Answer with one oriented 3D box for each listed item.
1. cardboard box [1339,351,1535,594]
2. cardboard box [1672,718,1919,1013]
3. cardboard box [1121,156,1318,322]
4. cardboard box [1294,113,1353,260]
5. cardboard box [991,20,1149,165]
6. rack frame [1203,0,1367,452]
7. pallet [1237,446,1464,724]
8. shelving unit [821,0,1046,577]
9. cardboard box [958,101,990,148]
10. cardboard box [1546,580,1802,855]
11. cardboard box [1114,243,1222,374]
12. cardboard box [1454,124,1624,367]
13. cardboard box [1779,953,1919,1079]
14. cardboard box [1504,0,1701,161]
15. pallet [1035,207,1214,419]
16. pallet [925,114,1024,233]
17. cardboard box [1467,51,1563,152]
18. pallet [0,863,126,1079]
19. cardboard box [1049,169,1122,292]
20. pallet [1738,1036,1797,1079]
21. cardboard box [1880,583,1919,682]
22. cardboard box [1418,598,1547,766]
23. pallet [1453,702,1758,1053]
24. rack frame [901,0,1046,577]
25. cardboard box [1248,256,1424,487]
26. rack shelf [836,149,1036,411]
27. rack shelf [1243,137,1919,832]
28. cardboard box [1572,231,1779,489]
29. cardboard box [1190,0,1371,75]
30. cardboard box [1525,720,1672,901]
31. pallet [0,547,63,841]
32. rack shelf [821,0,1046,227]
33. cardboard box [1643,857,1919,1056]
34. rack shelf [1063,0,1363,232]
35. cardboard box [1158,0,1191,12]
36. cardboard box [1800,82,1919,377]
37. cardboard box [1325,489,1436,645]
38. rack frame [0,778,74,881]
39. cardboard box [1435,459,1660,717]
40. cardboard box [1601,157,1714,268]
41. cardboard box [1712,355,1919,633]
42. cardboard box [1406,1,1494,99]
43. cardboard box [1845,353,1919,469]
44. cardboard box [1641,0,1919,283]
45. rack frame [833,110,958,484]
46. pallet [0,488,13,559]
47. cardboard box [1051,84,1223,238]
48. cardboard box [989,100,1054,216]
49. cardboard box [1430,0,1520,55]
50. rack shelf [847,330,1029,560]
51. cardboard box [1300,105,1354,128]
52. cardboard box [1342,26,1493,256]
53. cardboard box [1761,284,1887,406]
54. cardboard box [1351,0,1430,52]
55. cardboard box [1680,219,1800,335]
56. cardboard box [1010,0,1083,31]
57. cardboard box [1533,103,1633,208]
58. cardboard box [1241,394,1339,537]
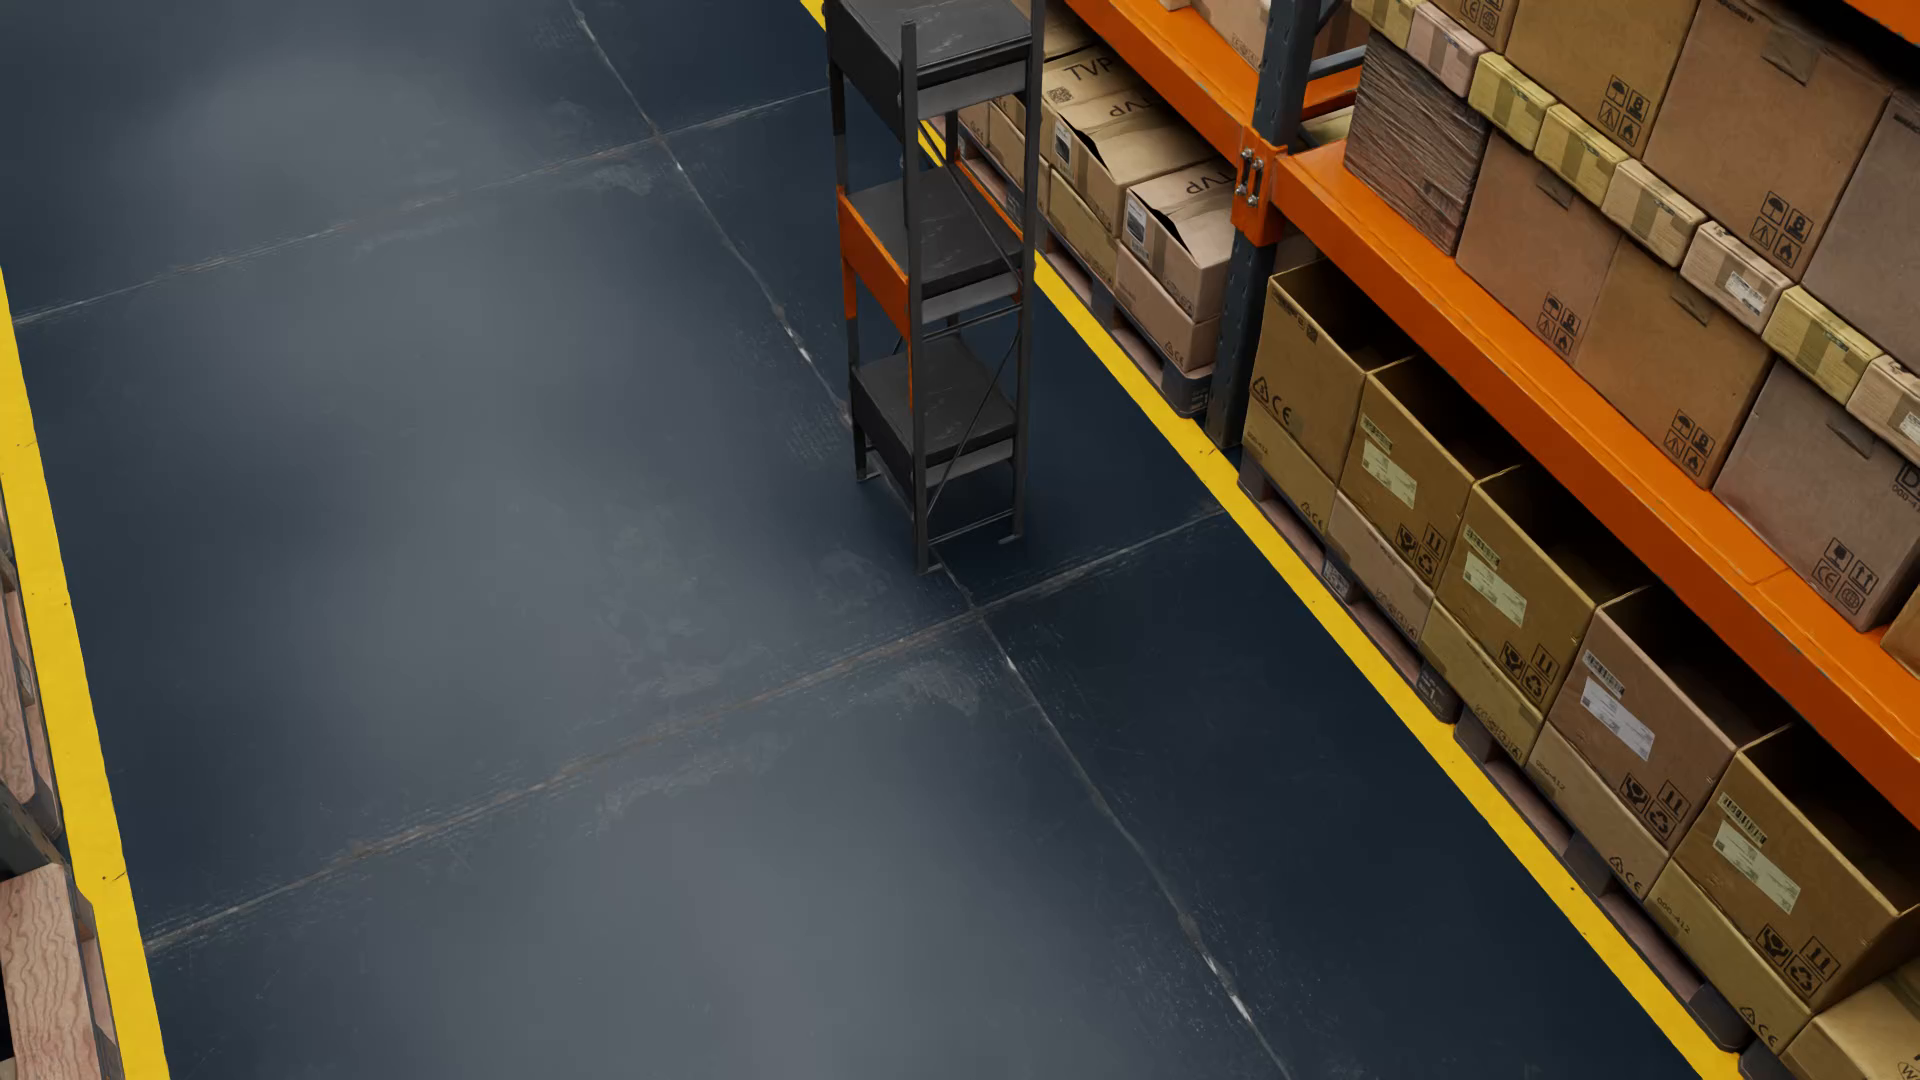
[{"bbox_3d":[1.534,-0.248,5.024,0.500,0.500,0.500,-21,52,-18],"label":"cardboard box"},{"bbox_3d":[2.214,0.758,4.144,0.500,0.500,0.500,-21,52,-18],"label":"cardboard box"},{"bbox_3d":[0.924,-1.108,5.902,0.500,0.311,0.500,-21,52,-18],"label":"cardboard box"},{"bbox_3d":[1.396,-1.298,6.068,0.500,0.311,0.500,-21,52,-17],"label":"cardboard box"},{"bbox_3d":[0.454,-1.789,6.497,0.500,0.311,0.500,-21,52,-18],"label":"cardboard box"},{"bbox_3d":[1.364,-1.518,5.085,1.000,3.000,0.127,-21,52,-18],"label":"rack frame"},{"bbox_3d":[1.691,-0.054,5.657,1.003,0.211,1.213,-21,52,-18],"label":"pallet"},{"bbox_3d":[-0.076,-0.802,5.057,0.431,2.100,0.503,-21,52,-18],"label":"shelving unit"},{"bbox_3d":[0.221,-1.952,7.012,0.500,0.250,0.500,-20,52,-17],"label":"cardboard box"},{"bbox_3d":[1.986,0.423,4.437,0.500,0.500,0.500,-21,52,-18],"label":"cardboard box"},{"bbox_3d":[0.917,-0.929,6.118,0.500,0.250,0.500,-22,52,-18],"label":"cardboard box"},{"bbox_3d":[1.820,-0.906,4.483,0.700,0.500,0.500,-22,52,-18],"label":"cardboard box"},{"bbox_3d":[2.447,1.338,4.135,0.500,0.250,0.500,-21,52,-18],"label":"cardboard box"},{"bbox_3d":[1.805,-1.346,4.006,0.700,0.500,0.500,-21,52,-18],"label":"cardboard box"},{"bbox_3d":[0.992,-1.080,6.554,1.003,0.211,1.213,-21,52,-18],"label":"pallet"},{"bbox_3d":[0.430,-1.898,7.269,1.003,0.211,1.213,-21,52,-18],"label":"pallet"},{"bbox_3d":[1.550,-1.178,4.290,0.380,0.149,0.250,-22,53,-18],"label":"cardboard box"},{"bbox_3d":[-2.700,1.546,4.258,1.003,0.211,1.213,-21,52,-18],"label":"pallet"},{"bbox_3d":[0.687,-1.268,6.414,0.500,0.250,0.500,-22,52,-18],"label":"cardboard box"},{"bbox_3d":[2.807,1.579,4.228,1.003,0.211,1.213,-21,52,-18],"label":"pallet"},{"bbox_3d":[2.526,0.125,3.582,0.700,0.500,0.500,-21,52,-17],"label":"cardboard box"},{"bbox_3d":[1.755,0.336,5.011,0.500,0.250,0.500,-21,52,-18],"label":"cardboard box"},{"bbox_3d":[2.253,0.764,4.942,1.003,0.211,1.213,-21,52,-18],"label":"pallet"},{"bbox_3d":[0.036,-0.639,4.914,0.400,2.100,0.015,-21,52,-18],"label":"rack frame"},{"bbox_3d":[1.298,-0.580,5.314,0.500,0.500,0.500,-21,52,-18],"label":"cardboard box"},{"bbox_3d":[-0.076,-0.793,5.067,0.431,0.518,0.480,-21,52,-18],"label":"rack shelf"},{"bbox_3d":[2.279,0.057,4.185,1.077,0.370,4.000,-21,52,-18],"label":"rack shelf"},{"bbox_3d":[2.046,-0.569,4.188,0.700,0.500,0.500,-20,52,-17],"label":"cardboard box"},{"bbox_3d":[1.100,-1.784,5.417,0.500,0.250,0.500,-18,51,-15],"label":"cardboard box"},{"bbox_3d":[1.989,0.669,4.720,0.500,0.250,0.500,-21,52,-18],"label":"cardboard box"},{"bbox_3d":[-3.396,0.588,5.096,1.003,0.211,1.213,-21,52,-18],"label":"pallet"},{"bbox_3d":[-0.076,-1.254,4.540,0.431,0.518,0.480,-21,52,-18],"label":"rack shelf"},{"bbox_3d":[2.217,1.004,4.427,0.500,0.250,0.500,-21,52,-18],"label":"cardboard box"},{"bbox_3d":[0.449,-2.620,6.527,1.077,0.370,4.000,-21,52,-18],"label":"rack shelf"},{"bbox_3d":[0.798,-1.999,5.595,0.396,0.266,0.258,-22,52,-18],"label":"cardboard box"},{"bbox_3d":[2.262,-0.676,3.420,0.700,0.500,0.500,-21,52,-17],"label":"cardboard box"},{"bbox_3d":[1.531,0.000,5.305,0.500,0.250,0.500,-21,52,-18],"label":"cardboard box"},{"bbox_3d":[-3.039,0.190,3.591,1.000,3.000,0.127,-21,52,-18],"label":"rack frame"},{"bbox_3d":[1.756,0.089,4.729,0.500,0.500,0.500,-21,52,-18],"label":"cardboard box"},{"bbox_3d":[1.783,-0.835,3.990,0.380,0.149,0.250,-23,53,-19],"label":"cardboard box"},{"bbox_3d":[2.281,-0.226,3.889,0.700,0.500,0.500,-20,52,-16],"label":"cardboard box"},{"bbox_3d":[1.430,-1.350,4.441,0.380,0.149,0.250,-20,52,-17],"label":"cardboard box"},{"bbox_3d":[2.139,-0.315,3.536,0.380,0.149,0.250,-22,52,-18],"label":"cardboard box"},{"bbox_3d":[2.034,-1.010,3.713,0.700,0.500,0.500,-21,52,-18],"label":"cardboard box"},{"bbox_3d":[-0.187,-0.965,5.199,0.400,2.100,0.015,-21,52,-18],"label":"rack frame"},{"bbox_3d":[-3.959,-0.230,5.811,1.003,0.211,1.213,-21,52,-18],"label":"pallet"},{"bbox_3d":[0.680,-1.454,6.204,0.500,0.311,0.500,-20,52,-17],"label":"cardboard box"},{"bbox_3d":[0.452,-1.611,6.714,0.500,0.250,0.500,-20,52,-17],"label":"cardboard box"},{"bbox_3d":[1.573,-1.684,4.301,0.700,0.500,0.500,-21,52,-17],"label":"cardboard box"},{"bbox_3d":[-0.076,-0.332,5.594,0.431,0.518,0.480,-21,52,-18],"label":"rack shelf"},{"bbox_3d":[1.172,-1.635,6.363,0.500,0.311,0.500,-22,52,-18],"label":"cardboard box"},{"bbox_3d":[1.573,-1.257,4.790,0.700,0.500,0.500,-22,53,-18],"label":"cardboard box"},{"bbox_3d":[2.027,-0.483,3.682,0.380,0.149,0.250,-22,52,-18],"label":"cardboard box"},{"bbox_3d":[1.315,-1.518,4.588,0.380,0.149,0.250,-21,52,-18],"label":"cardboard box"},{"bbox_3d":[1.908,-0.657,3.835,0.380,0.149,0.250,-23,53,-19],"label":"cardboard box"},{"bbox_3d":[0.227,-2.127,6.793,0.500,0.311,0.500,-22,52,-18],"label":"cardboard box"},{"bbox_3d":[1.671,-1.003,4.137,0.380,0.149,0.250,-22,52,-18],"label":"cardboard box"},{"bbox_3d":[1.307,-0.337,5.599,0.500,0.250,0.500,-21,52,-18],"label":"cardboard box"}]
